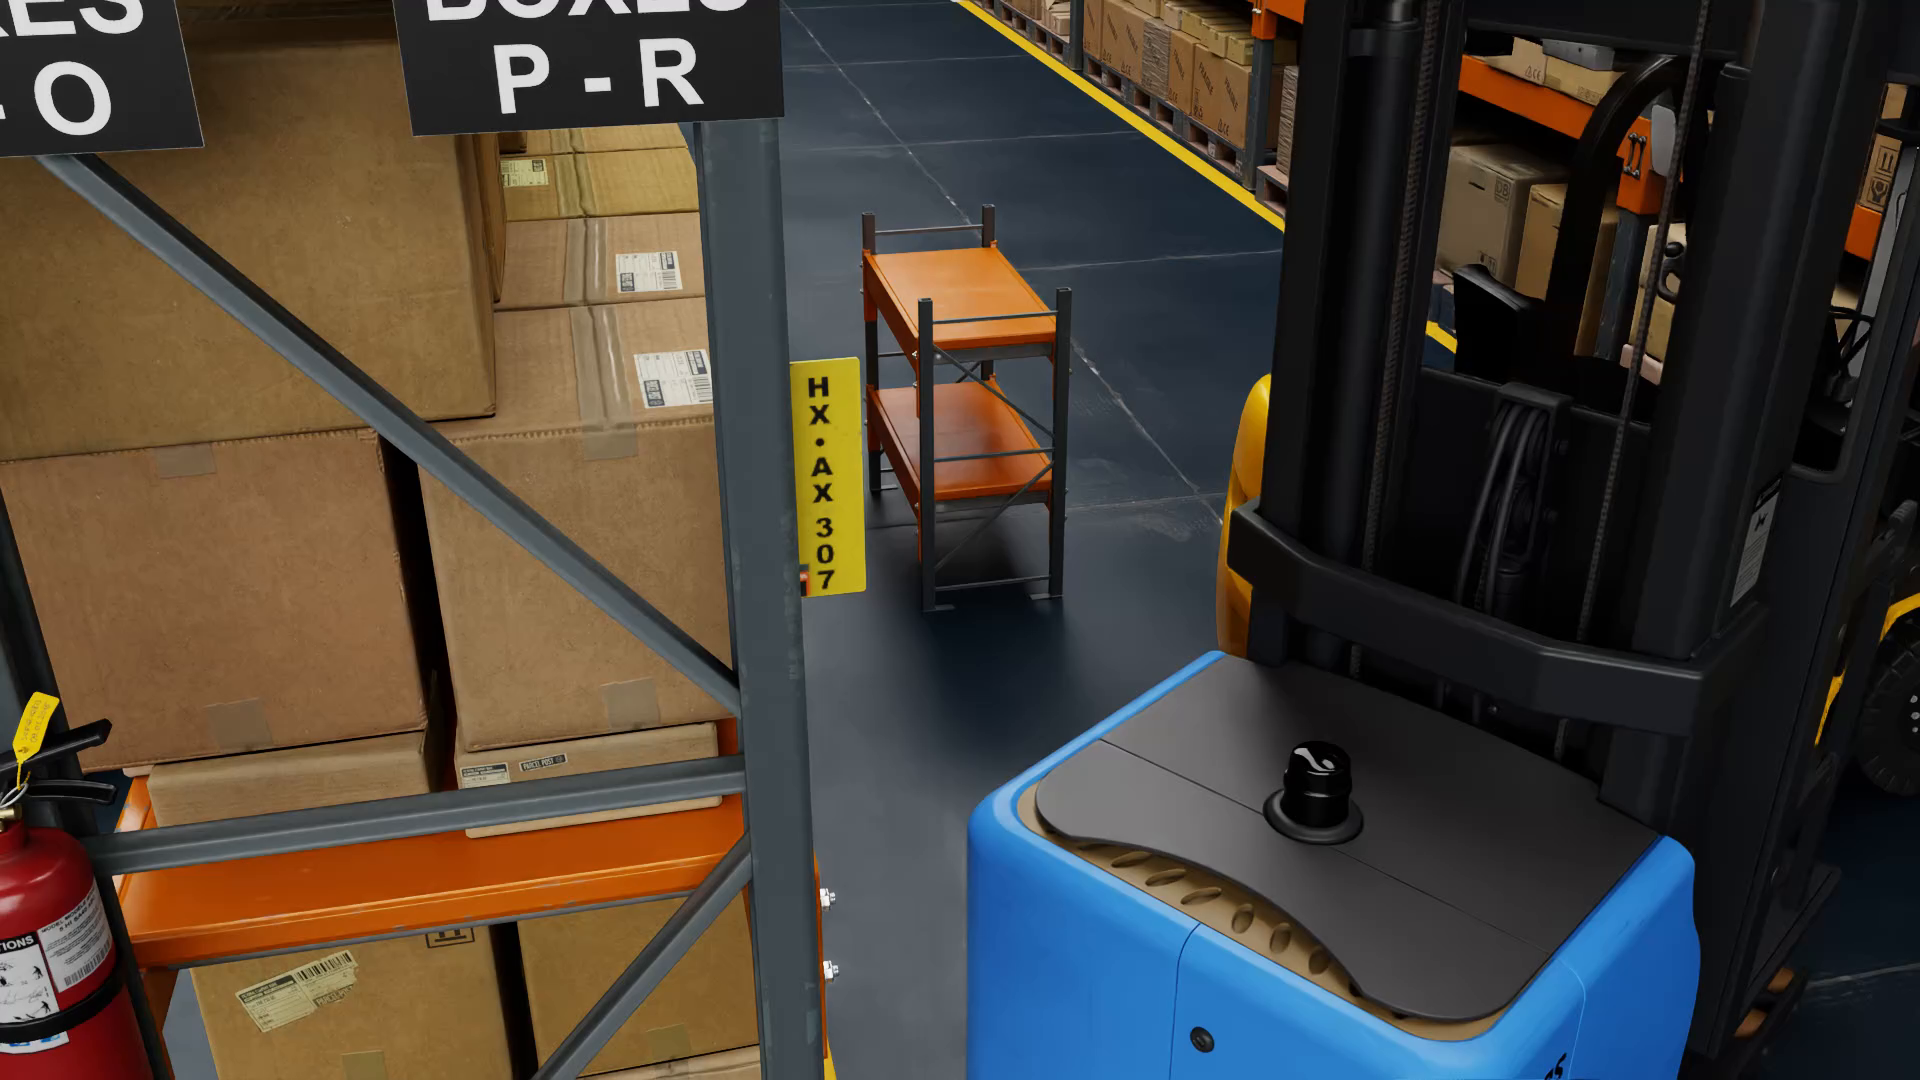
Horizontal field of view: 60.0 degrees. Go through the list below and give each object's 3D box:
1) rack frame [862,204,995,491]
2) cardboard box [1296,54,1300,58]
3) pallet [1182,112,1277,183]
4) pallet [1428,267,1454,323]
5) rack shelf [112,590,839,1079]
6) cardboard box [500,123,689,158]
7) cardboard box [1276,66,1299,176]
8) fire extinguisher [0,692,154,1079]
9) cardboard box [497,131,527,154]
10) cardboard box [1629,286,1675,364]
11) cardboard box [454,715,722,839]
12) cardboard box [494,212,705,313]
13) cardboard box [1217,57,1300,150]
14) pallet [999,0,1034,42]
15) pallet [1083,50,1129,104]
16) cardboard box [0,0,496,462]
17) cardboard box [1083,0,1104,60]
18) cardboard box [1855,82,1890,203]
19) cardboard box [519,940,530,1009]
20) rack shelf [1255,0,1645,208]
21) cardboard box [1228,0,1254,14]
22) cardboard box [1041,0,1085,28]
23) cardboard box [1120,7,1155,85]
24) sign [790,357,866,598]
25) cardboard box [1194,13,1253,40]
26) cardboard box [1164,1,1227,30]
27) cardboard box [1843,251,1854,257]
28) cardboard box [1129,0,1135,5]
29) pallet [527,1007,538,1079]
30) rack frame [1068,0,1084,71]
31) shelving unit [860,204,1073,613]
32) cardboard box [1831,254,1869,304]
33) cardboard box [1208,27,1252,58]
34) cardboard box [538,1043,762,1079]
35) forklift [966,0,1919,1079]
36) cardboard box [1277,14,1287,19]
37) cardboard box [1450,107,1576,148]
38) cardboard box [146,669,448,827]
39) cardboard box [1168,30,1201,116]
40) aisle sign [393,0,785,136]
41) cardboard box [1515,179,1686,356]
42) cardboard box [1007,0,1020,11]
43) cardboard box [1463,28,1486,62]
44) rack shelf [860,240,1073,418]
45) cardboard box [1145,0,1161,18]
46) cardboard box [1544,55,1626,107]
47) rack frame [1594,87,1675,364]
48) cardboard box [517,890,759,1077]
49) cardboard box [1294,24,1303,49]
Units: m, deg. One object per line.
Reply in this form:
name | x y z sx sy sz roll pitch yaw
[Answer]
rack frame | -0.116 -0.728 6.445 0.500 1.125 0.032 -6 27 -12
cardboard box | 2.509 -2.935 11.045 0.500 0.500 0.500 -5 27 -10
pallet | 2.199 -2.737 11.438 1.003 0.211 1.213 -6 27 -12
pallet | 2.750 -1.506 8.999 1.003 0.211 1.213 -6 27 -12
rack shelf | -1.152 -0.189 4.095 1.077 0.370 4.000 -6 27 -12
cardboard box | -0.896 -0.719 3.905 0.500 0.500 0.500 -7 28 -13
cardboard box | 2.458 -2.502 10.048 0.875 0.625 0.625 -5 27 -10
fire extinguisher | -1.125 0.499 2.018 0.296 0.674 0.183 -6 27 -12
cardboard box | -1.328 -1.128 3.605 0.700 0.500 0.500 -6 27 -12
cardboard box | 3.041 -0.834 6.604 0.500 0.250 0.500 -6 27 -12
cardboard box | -0.576 0.309 2.587 0.380 0.149 0.250 -6 27 -11
cardboard box | -0.658 -0.273 3.021 0.500 0.500 0.500 -5 27 -10
cardboard box | 2.026 -2.886 10.946 0.500 0.500 0.500 -5 27 -10
pallet | 0.997 -5.000 15.921 1.003 0.211 1.213 -6 27 -12
pallet | 1.650 -3.808 13.561 1.003 0.211 1.213 -6 27 -12
cardboard box | -1.029 -0.458 2.279 0.700 0.500 0.500 -7 28 -13
cardboard box | 1.319 -4.243 13.635 0.500 0.500 0.500 -5 27 -9
cardboard box | 3.212 -1.491 5.763 0.500 0.500 0.500 -5 27 -11
cardboard box | -1.255 0.852 3.819 0.500 0.250 0.500 -6 27 -11
rack shelf | 2.782 -2.451 8.576 1.077 0.370 4.000 -6 27 -12
cardboard box | 2.174 -3.834 12.106 0.380 0.149 0.250 -6 27 -11
cardboard box | 0.937 -4.745 14.890 0.396 0.266 0.258 -5 27 -10
cardboard box | 1.557 -3.790 12.739 0.500 0.500 0.500 -7 28 -13
sign | -0.173 -0.074 2.107 0.100 0.325 0.005 -6 27 -12
cardboard box | 1.850 -3.560 11.562 0.380 0.149 0.250 -5 27 -10
cardboard box | 1.701 -3.788 12.013 0.380 0.149 0.250 -7 28 -14
cardboard box | 3.532 -1.104 6.585 0.500 0.250 0.500 -5 27 -11
cardboard box | 1.533 -4.239 12.907 0.380 0.149 0.250 -6 27 -12
pallet | -0.867 1.219 3.601 1.003 0.211 1.213 -6 27 -12
rack frame | 1.429 -5.406 13.632 1.000 3.000 0.127 -6 27 -12
shelving unit | -0.002 -0.505 6.002 0.538 1.125 1.048 -6 27 -12
cardboard box | 3.141 -0.831 6.043 0.500 0.250 0.500 -6 27 -12
cardboard box | 1.881 -3.319 11.085 0.380 0.149 0.250 -7 28 -14
cardboard box | -0.614 1.025 3.475 0.500 0.250 0.500 -6 27 -12
forklift | 1.362 -0.219 3.431 1.130 2.935 3.031 22 34 37
cardboard box | 2.378 -3.621 11.684 0.380 0.149 0.250 -7 28 -14
cardboard box | 2.765 -1.921 8.896 0.875 0.625 0.625 -7 28 -14
cardboard box | -0.994 0.337 2.532 0.380 0.149 0.250 -5 27 -10
cardboard box | 1.803 -3.336 11.838 0.500 0.500 0.500 -5 27 -9
aisle sign | -0.385 -0.797 1.616 0.394 0.787 0.004 -6 27 -12
cardboard box | 3.104 -1.250 7.566 0.875 0.625 0.625 -5 27 -9
cardboard box | 0.750 -5.334 15.798 0.500 0.500 0.500 -5 27 -11
cardboard box | 2.663 -2.463 7.968 0.500 0.250 0.500 -6 27 -11
rack shelf | -0.002 -0.766 5.871 0.538 0.278 1.000 -6 27 -12
cardboard box | 1.606 -4.016 12.466 0.380 0.149 0.250 -5 27 -10
cardboard box | 2.864 -2.022 7.094 0.500 0.250 0.500 -5 27 -10
rack frame | 3.232 -1.894 6.674 1.000 3.000 0.127 -6 27 -12
cardboard box | -0.620 0.680 3.327 0.500 0.500 0.500 -7 28 -13
cardboard box | 2.483 -3.391 11.228 0.380 0.149 0.250 -5 27 -10
